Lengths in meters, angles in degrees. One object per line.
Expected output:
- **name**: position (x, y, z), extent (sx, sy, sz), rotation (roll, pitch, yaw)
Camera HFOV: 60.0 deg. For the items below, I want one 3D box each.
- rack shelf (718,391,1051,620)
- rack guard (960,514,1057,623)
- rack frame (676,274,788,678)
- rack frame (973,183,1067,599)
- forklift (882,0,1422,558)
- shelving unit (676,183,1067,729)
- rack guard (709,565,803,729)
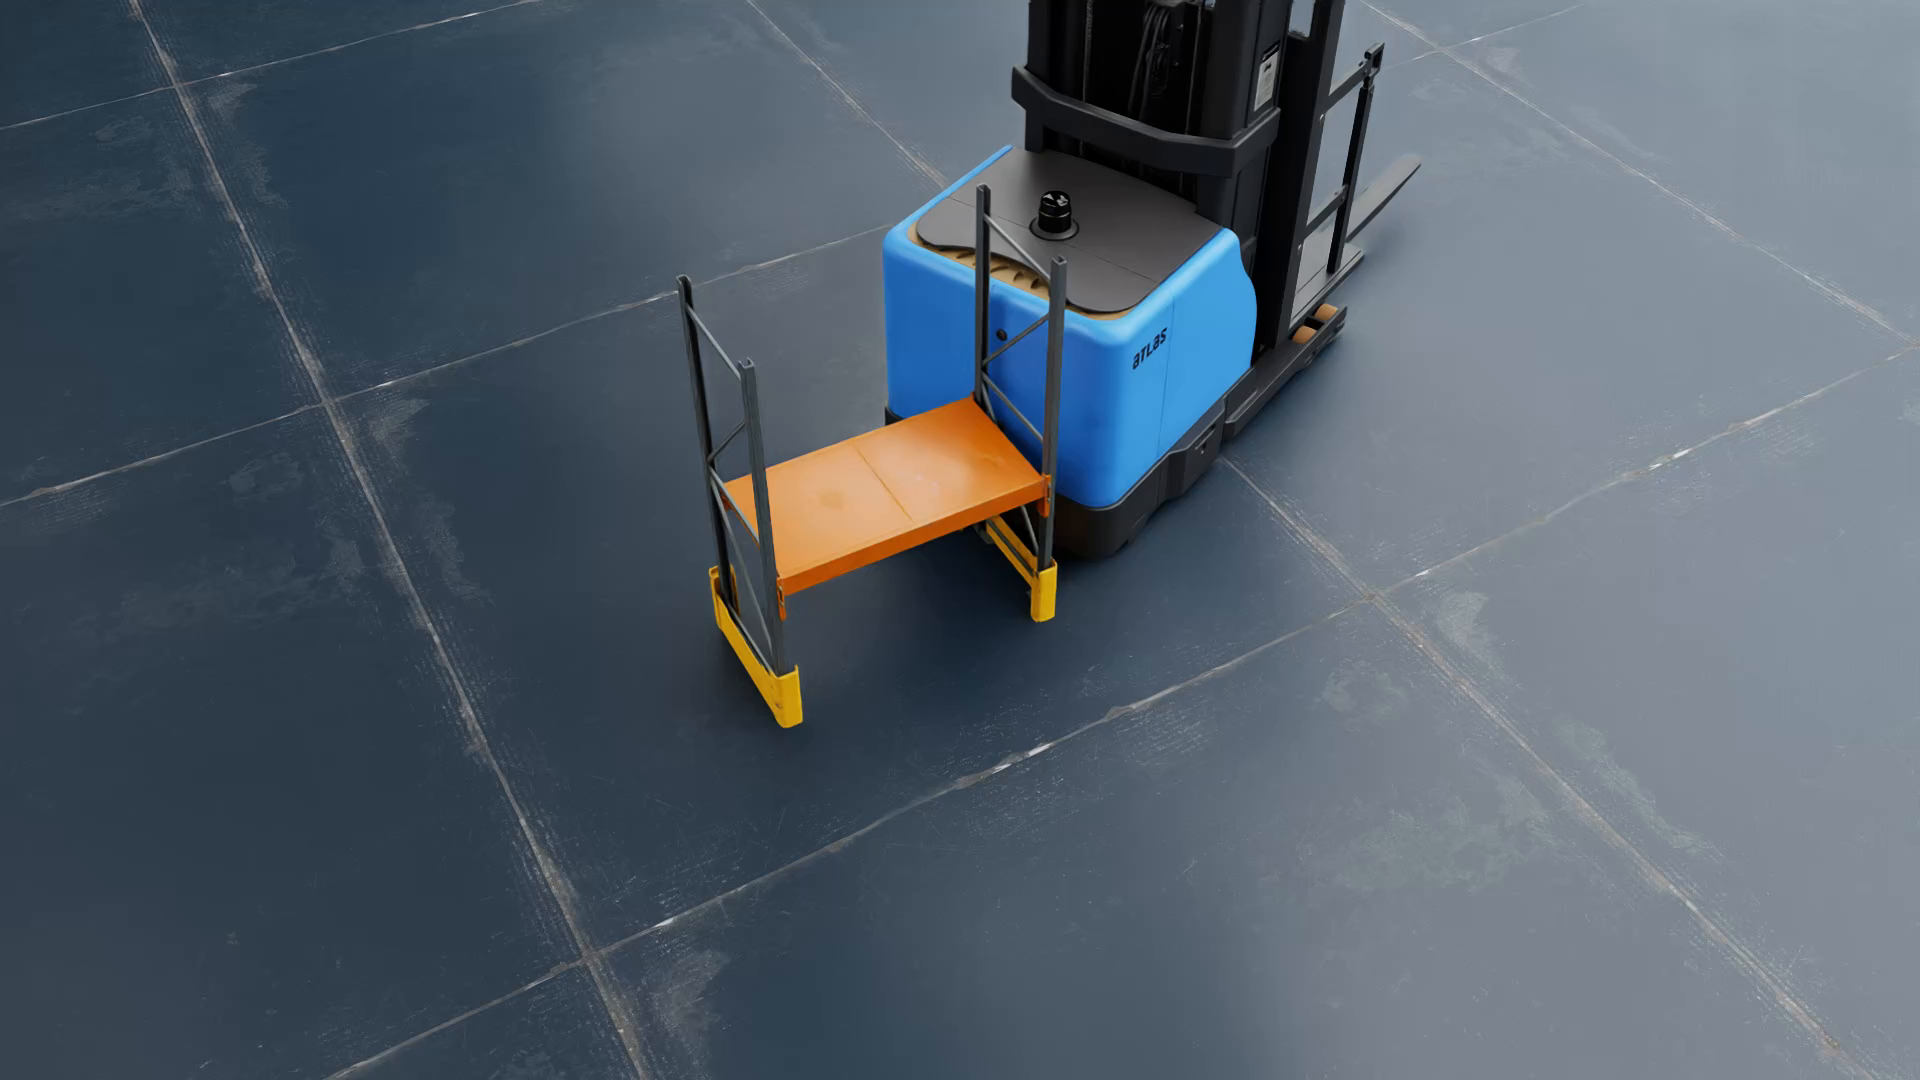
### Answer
- **rack shelf**: position (-0.258, -0.134, 5.570), extent (1.000, 0.185, 0.538), rotation (-21, 48, -20)
- **rack guard**: position (0.169, 0.019, 6.051), extent (0.087, 0.250, 0.587), rotation (-21, 48, -20)
- **rack frame**: position (-0.702, -0.091, 5.267), extent (0.032, 1.500, 0.500), rotation (-21, 48, -20)
- **rack frame**: position (0.185, -0.436, 5.622), extent (0.032, 1.500, 0.500), rotation (-21, 48, -20)
- **forklift**: position (0.991, -1.968, 6.173), extent (1.130, 2.935, 3.031), rotation (27, 50, 25)
- **shelving unit**: position (-0.266, -0.260, 5.441), extent (1.083, 1.500, 0.587), rotation (-21, 48, -20)
- **rack guard**: position (-0.701, 0.357, 5.702), extent (0.087, 0.250, 0.587), rotation (-21, 48, -20)
